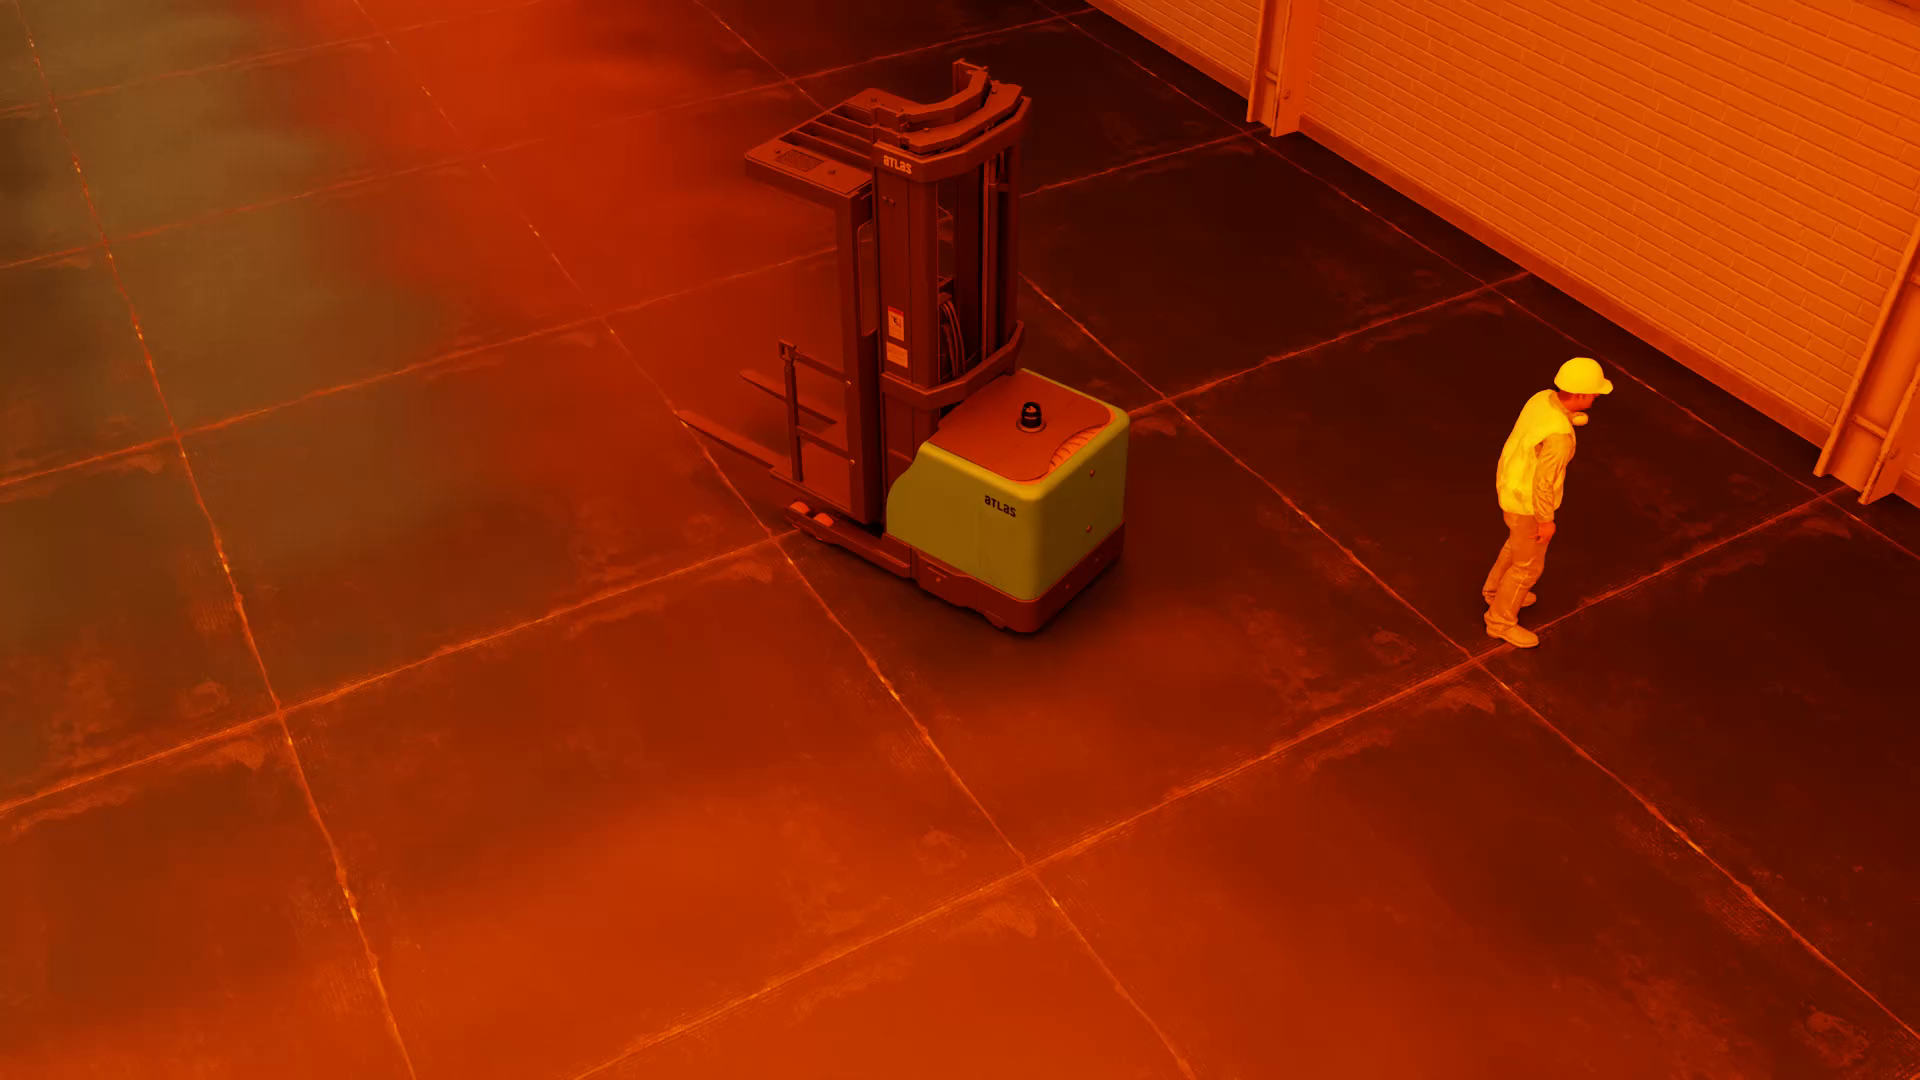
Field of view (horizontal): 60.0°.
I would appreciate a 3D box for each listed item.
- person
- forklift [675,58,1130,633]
[{"bbox_3d":[3.205,-0.248,9.245,0.465,1.771,0.592,7,40,8],"label":"person"},{"bbox_3d":[-0.481,-1.366,9.683,3.031,2.935,1.130,26,46,28],"label":"forklift"}]
